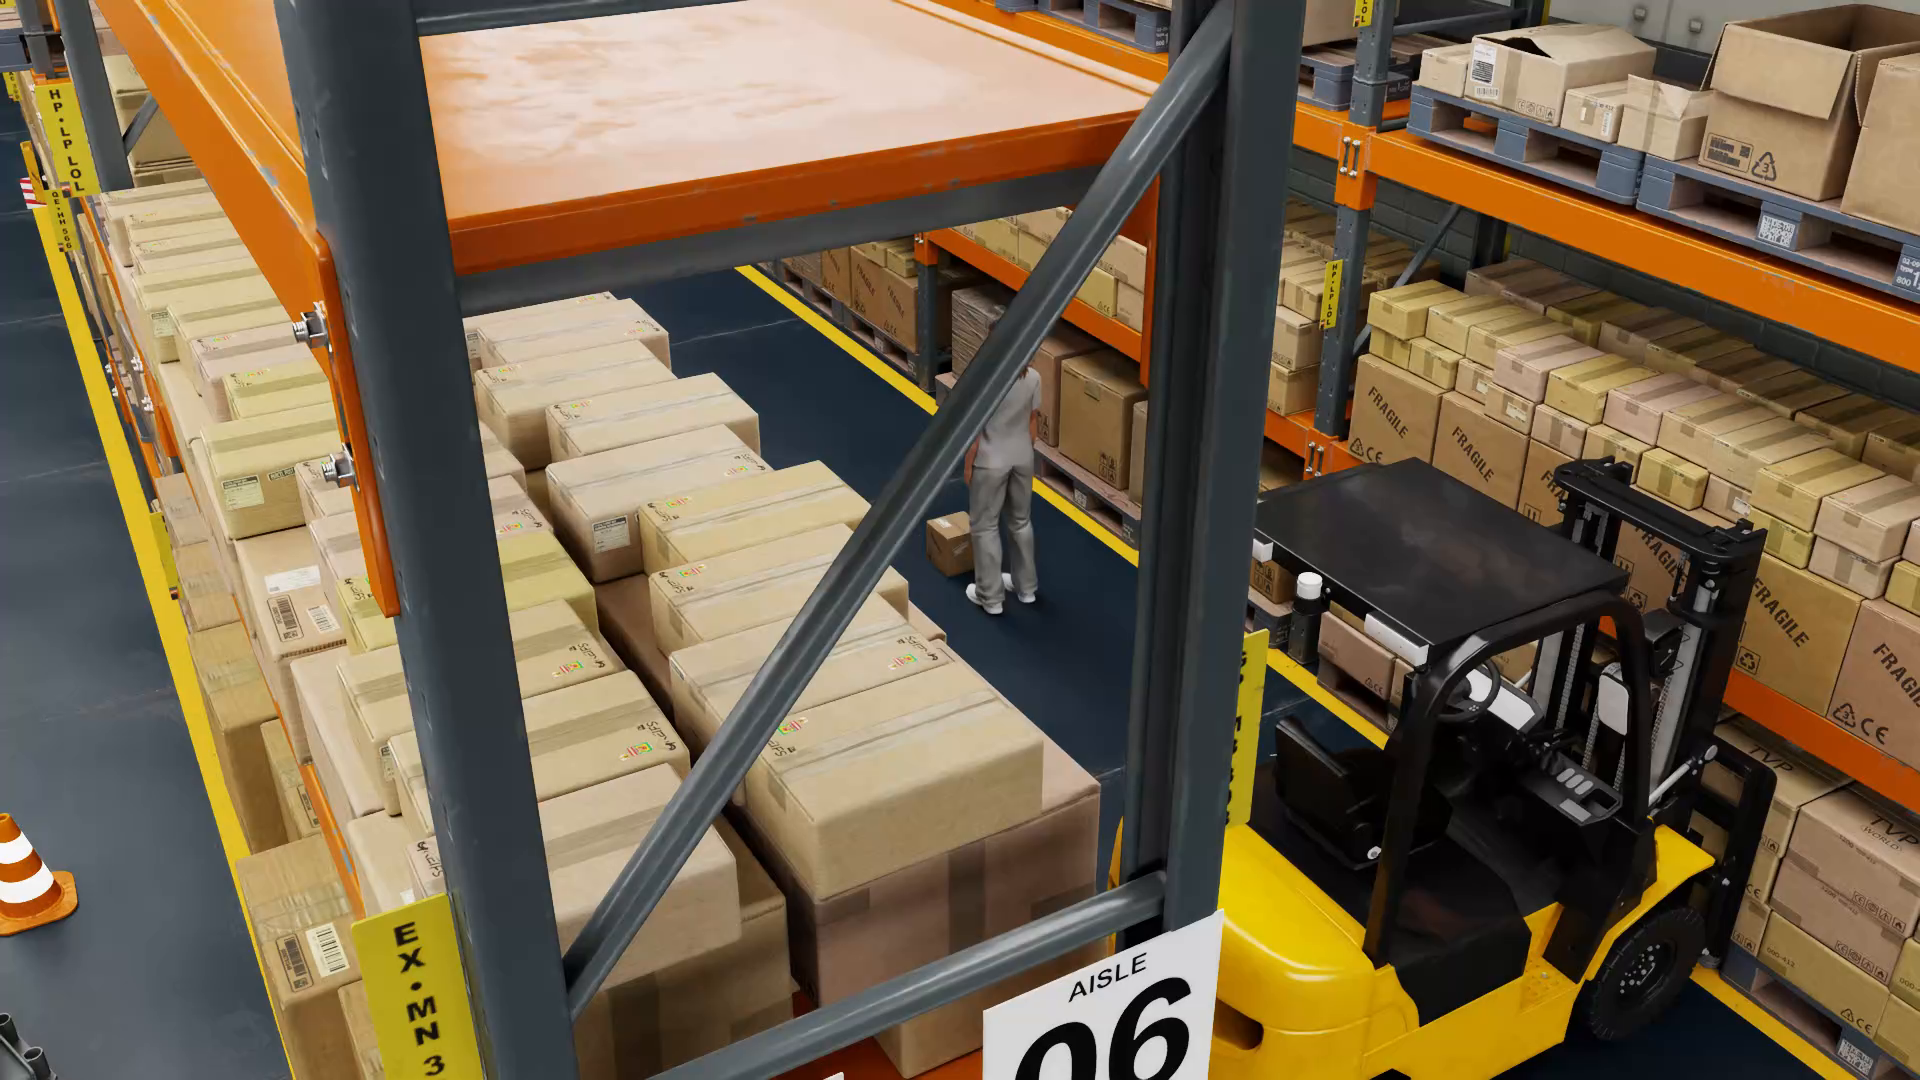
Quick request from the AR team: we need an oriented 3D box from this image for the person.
[{"bbox_3d":[0.221,-0.392,8.841,0.437,1.670,0.365,-15,33,-25],"label":"person"}]
